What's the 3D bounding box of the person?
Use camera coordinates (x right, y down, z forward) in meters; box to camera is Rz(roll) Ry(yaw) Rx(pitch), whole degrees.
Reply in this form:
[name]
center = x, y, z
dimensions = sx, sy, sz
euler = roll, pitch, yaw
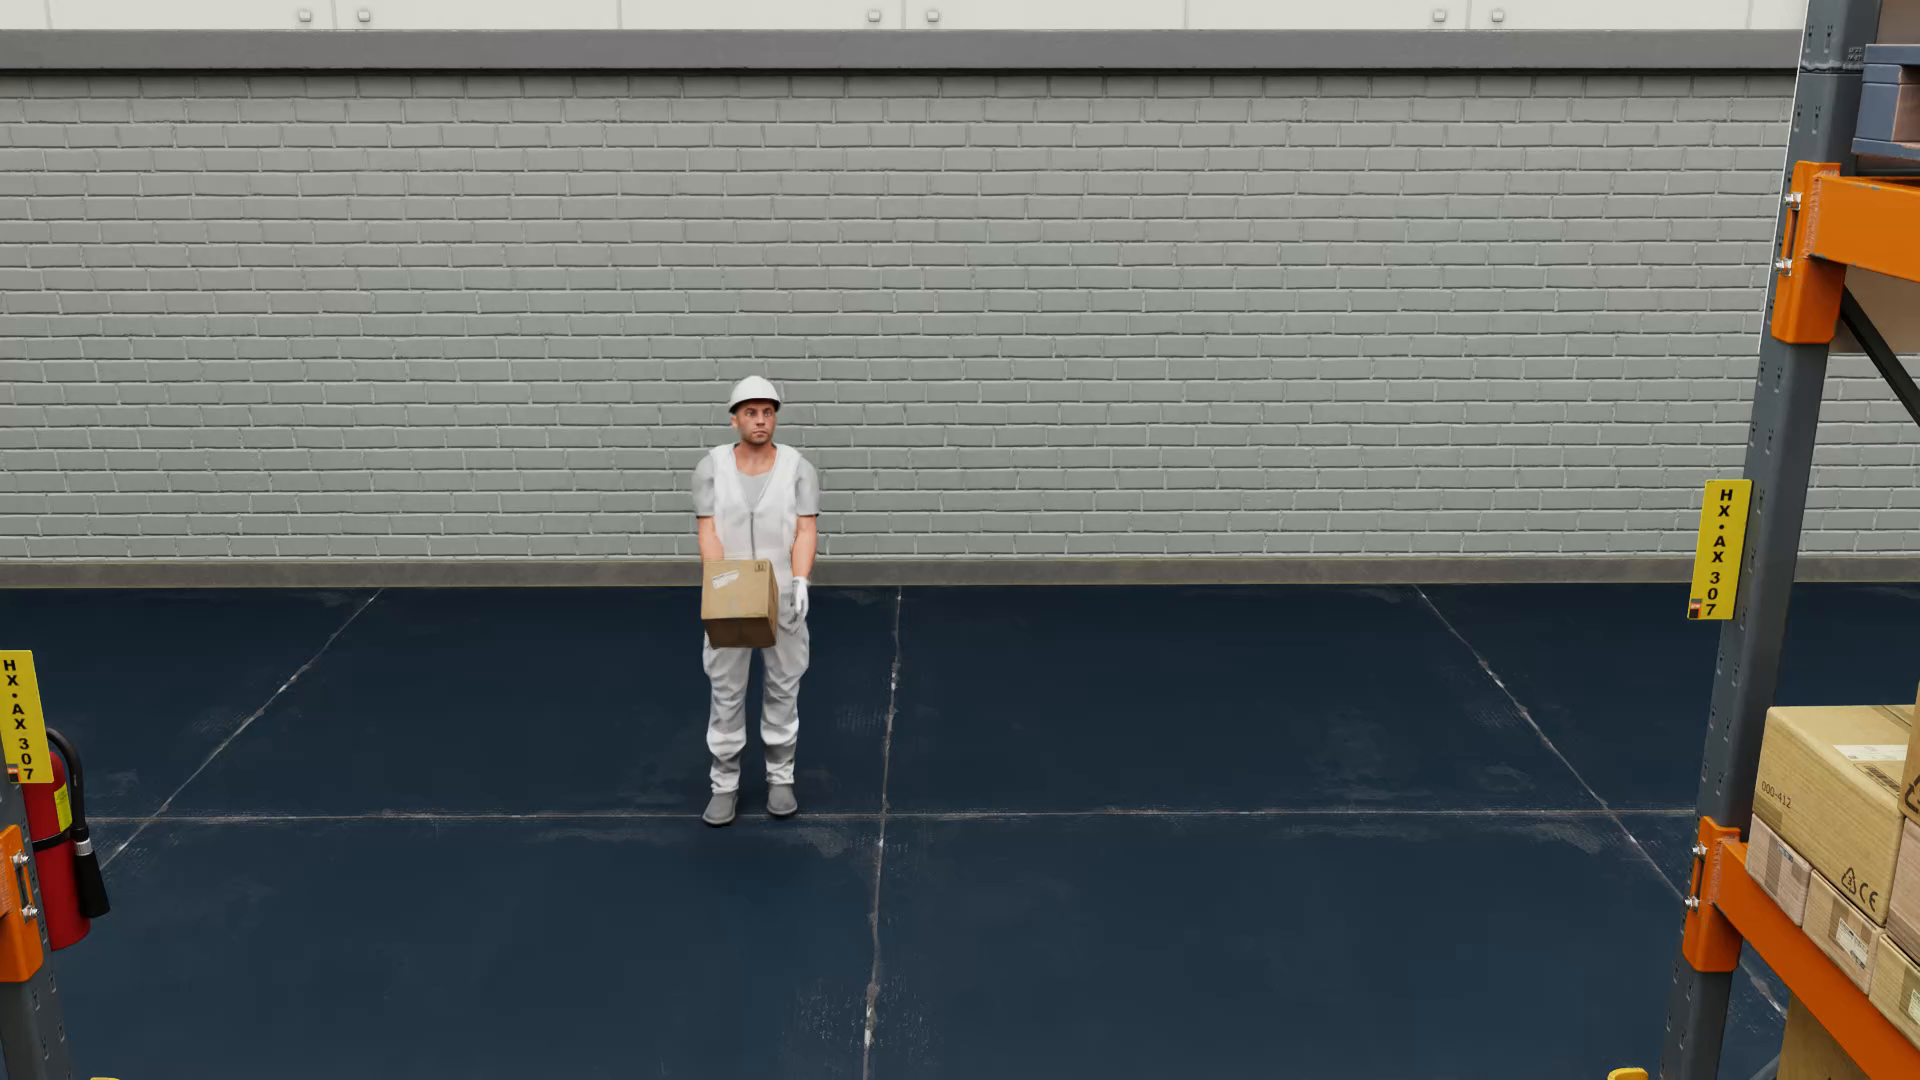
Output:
[person]
center = -0.810, 0.257, 6.651
dimensions = 0.520, 1.793, 0.546
euler = -3, 17, -9
